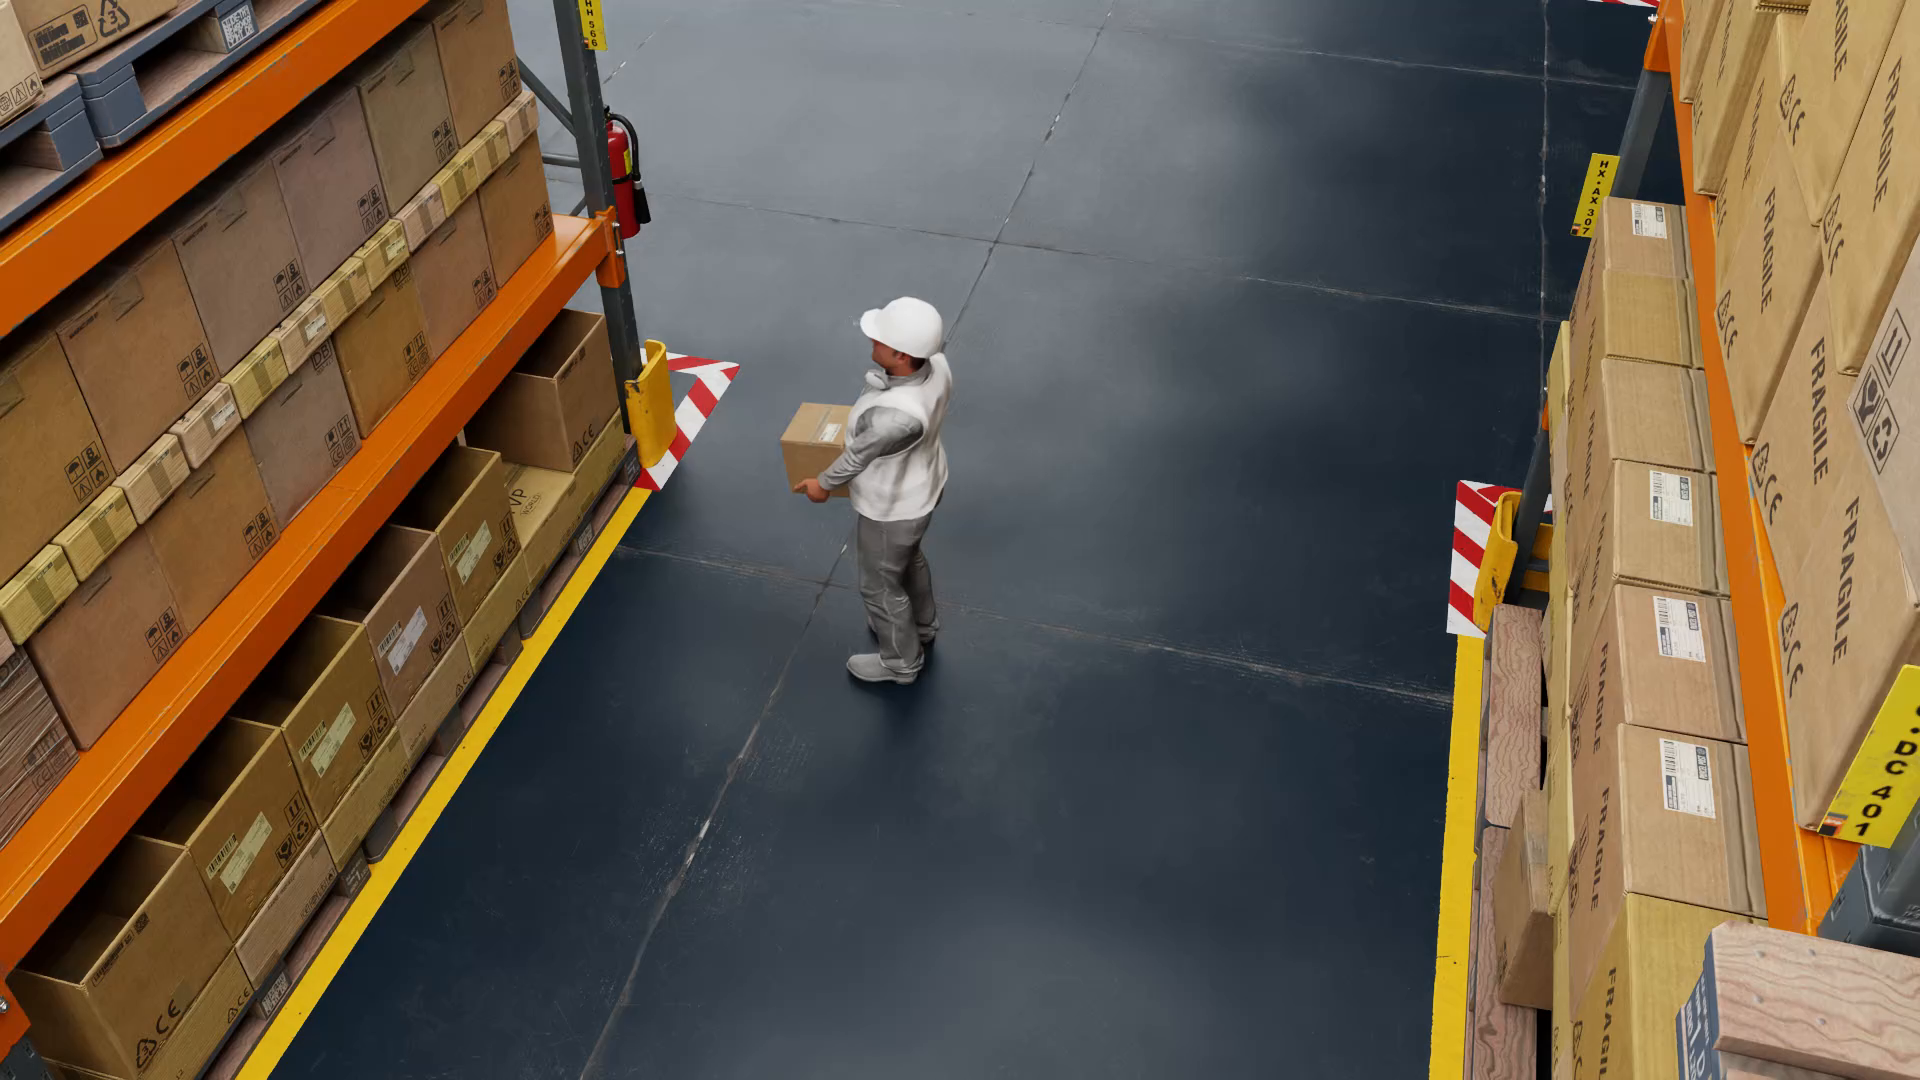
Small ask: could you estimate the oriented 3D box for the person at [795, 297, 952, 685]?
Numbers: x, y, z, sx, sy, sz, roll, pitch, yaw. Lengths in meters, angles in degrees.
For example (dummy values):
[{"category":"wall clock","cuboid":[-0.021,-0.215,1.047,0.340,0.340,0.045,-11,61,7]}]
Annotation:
[{"category":"person","cuboid":[-0.330,-0.192,6.367,0.553,1.762,0.494,11,42,12]}]
